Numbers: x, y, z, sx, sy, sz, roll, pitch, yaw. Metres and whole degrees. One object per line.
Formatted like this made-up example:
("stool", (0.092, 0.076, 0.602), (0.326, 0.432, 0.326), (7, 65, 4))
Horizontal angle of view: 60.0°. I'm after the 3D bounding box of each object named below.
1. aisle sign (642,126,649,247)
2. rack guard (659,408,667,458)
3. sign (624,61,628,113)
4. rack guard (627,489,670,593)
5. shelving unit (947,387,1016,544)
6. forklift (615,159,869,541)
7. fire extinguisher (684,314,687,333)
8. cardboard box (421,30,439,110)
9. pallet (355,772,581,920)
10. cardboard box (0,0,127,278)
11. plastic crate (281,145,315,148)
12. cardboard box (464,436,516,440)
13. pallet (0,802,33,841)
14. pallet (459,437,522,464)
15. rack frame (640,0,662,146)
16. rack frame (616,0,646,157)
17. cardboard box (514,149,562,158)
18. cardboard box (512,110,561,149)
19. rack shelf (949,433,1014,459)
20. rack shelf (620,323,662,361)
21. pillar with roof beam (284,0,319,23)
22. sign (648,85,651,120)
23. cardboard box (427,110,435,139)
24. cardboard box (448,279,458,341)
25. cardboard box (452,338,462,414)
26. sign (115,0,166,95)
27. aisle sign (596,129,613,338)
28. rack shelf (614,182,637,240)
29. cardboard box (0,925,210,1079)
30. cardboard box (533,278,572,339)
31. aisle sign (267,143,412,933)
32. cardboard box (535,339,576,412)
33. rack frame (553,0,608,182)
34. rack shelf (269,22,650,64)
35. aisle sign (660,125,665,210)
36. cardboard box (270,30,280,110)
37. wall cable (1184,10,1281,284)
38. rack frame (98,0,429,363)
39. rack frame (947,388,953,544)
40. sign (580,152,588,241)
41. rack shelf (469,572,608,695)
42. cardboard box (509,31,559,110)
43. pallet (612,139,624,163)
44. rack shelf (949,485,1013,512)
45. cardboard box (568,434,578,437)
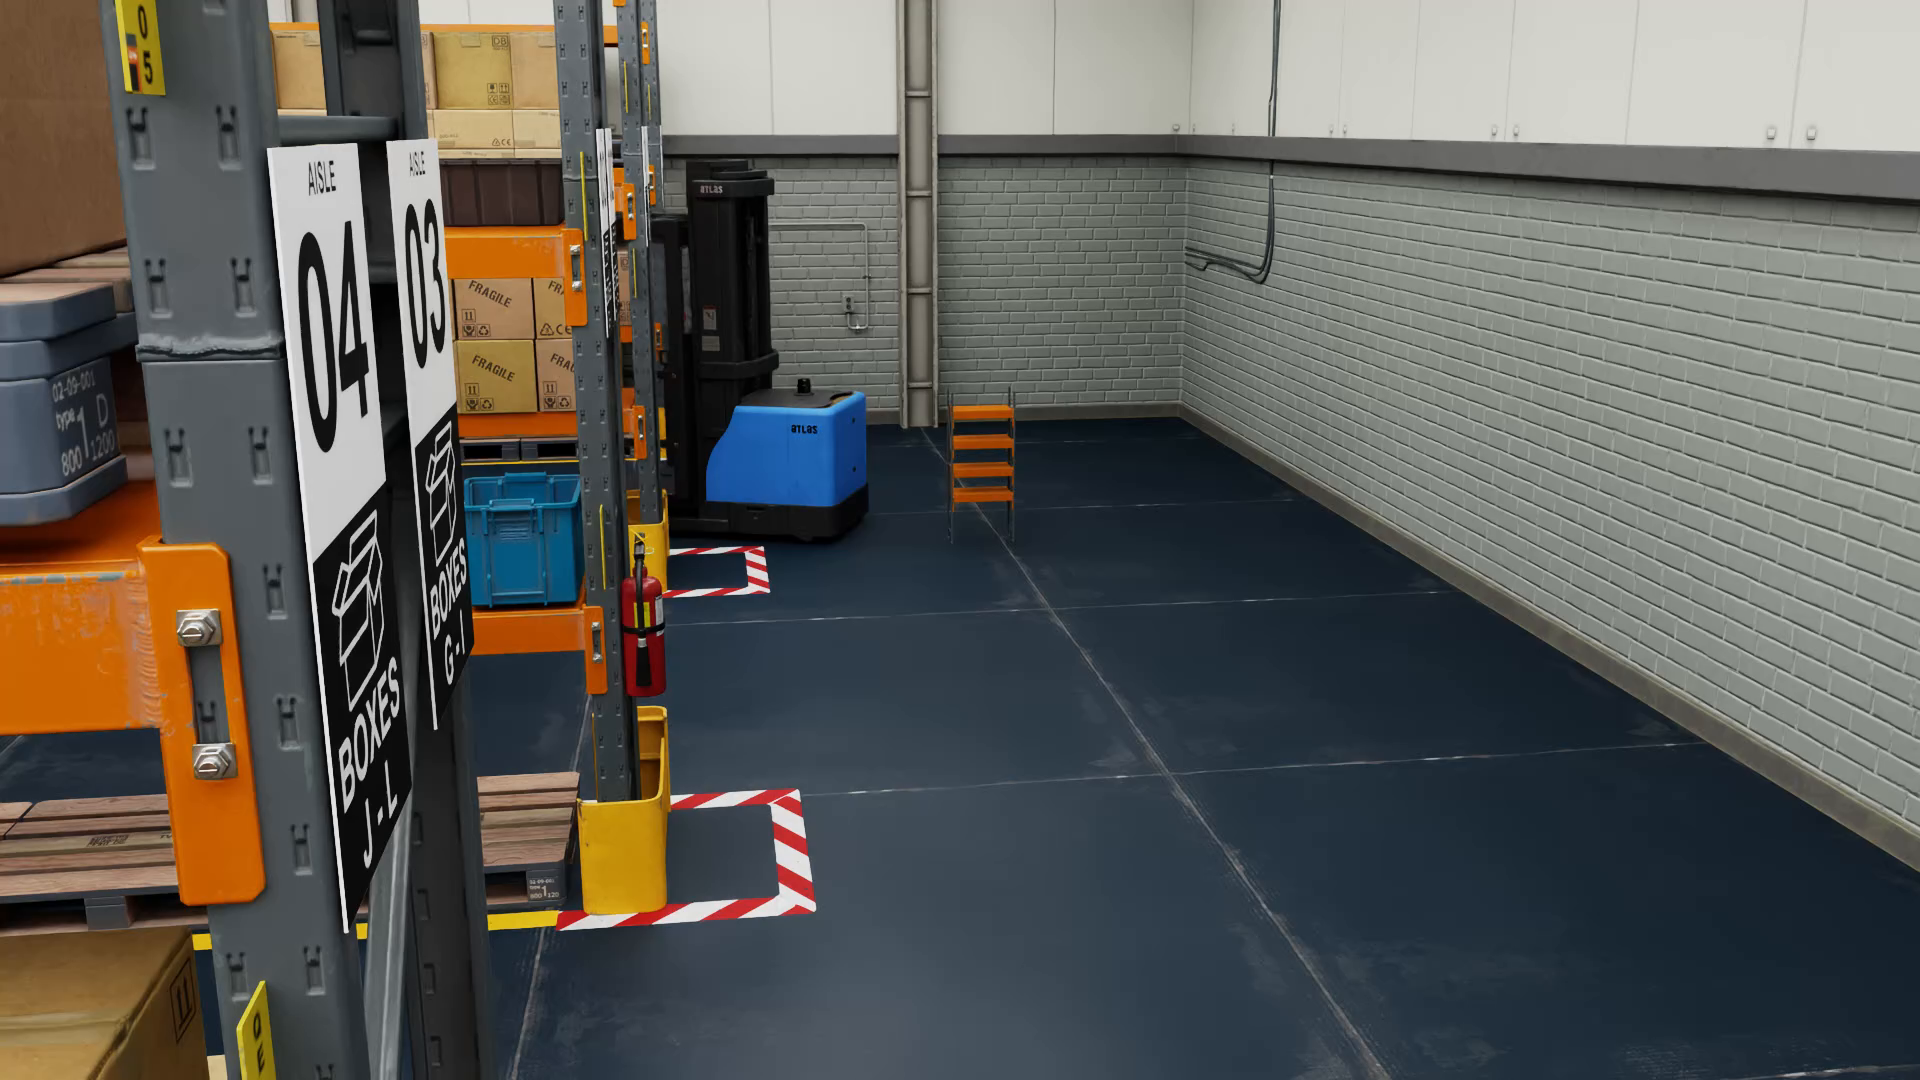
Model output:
("aisle sign", (-2.137, -2.405, 11.303), (0.004, 0.787, 0.394), (-2, 14, -8))
("rack guard", (-2.968, -1.196, 16.961), (0.348, 0.500, 1.175), (-2, 14, -8))
("sign", (-2.187, -2.966, 10.895), (0.005, 0.325, 0.100), (-2, 14, -8))
("rack guard", (-2.325, -0.001, 12.196), (0.348, 0.500, 1.175), (-2, 14, -8))
("shelving unit", (0.164, -0.588, 13.100), (0.503, 1.200, 0.258), (-2, 14, -8))
("forklift", (-2.336, -1.578, 13.488), (3.031, 2.935, 1.130), (3, 14, 13))
("fire extinguisher", (-2.774, -2.083, 16.288), (0.183, 0.674, 0.296), (-2, 14, -8))
("cardboard box", (-3.741, -3.140, 11.148), (0.500, 0.500, 0.700), (-2, 14, -8))
("pallet", (-2.337, 1.349, 7.409), (1.213, 0.211, 1.003), (-2, 14, -8))
("cardboard box", (-1.284, -0.557, 1.834), (0.500, 0.500, 0.700), (-3, 14, -12))
("plastic crate", (-3.067, -1.460, 6.837), (0.767, 0.338, 0.504), (-2, 14, -8))
("cardboard box", (-4.661, -1.312, 16.564), (0.500, 0.500, 0.700), (-3, 14, -10))
("pallet", (-4.750, 1.437, 7.056), (1.213, 0.211, 1.003), (-2, 14, -8))
("pallet", (-4.974, -0.963, 16.629), (1.213, 0.211, 1.003), (-2, 14, -8))
("rack frame", (-2.992, -5.317, 15.924), (0.127, 3.000, 1.000), (-2, 14, -8))
("rack frame", (-2.250, -4.126, 11.173), (0.127, 3.000, 1.000), (-2, 14, -8))
("cardboard box", (-2.719, -2.516, 11.229), (0.500, 0.250, 0.500), (-2, 14, -8))
("cardboard box", (-2.720, -2.760, 11.177), (0.500, 0.250, 0.500), (-2, 14, -8))
("rack shelf", (0.164, -0.740, 13.062), (0.480, 0.148, 0.258), (-2, 14, -8))
("rack shelf", (-4.969, -1.986, 16.452), (4.000, 0.370, 1.077), (-2, 14, -8))
("pillar with roof beam", (-5.742, -4.370, 12.148), (0.400, 9.000, 9.100), (-2, 14, -8))
("sign", (-2.925, -4.122, 15.668), (0.005, 0.325, 0.100), (-2, 14, -8))
("cardboard box", (-3.709, -2.725, 11.036), (0.500, 0.250, 0.500), (-2, 14, -8))
("cardboard box", (-3.660, -1.628, 11.288), (0.500, 0.500, 0.500), (-2, 14, -7))
("cardboard box", (-3.659, -1.146, 11.420), (0.500, 0.500, 0.500), (-2, 14, -8))
("sign", (-0.711, -0.548, 1.416), (0.005, 0.325, 0.100), (-2, 14, -8))
("aisle sign", (-1.401, -1.217, 6.565), (0.004, 0.787, 0.394), (-2, 14, -8))
("rack shelf", (-4.228, -2.249, 11.337), (4.000, 0.370, 1.077), (-2, 14, -8))
("cardboard box", (-1.220, 0.813, 1.969), (0.500, 0.500, 0.500), (-2, 14, -8))
("cardboard box", (-2.649, -1.667, 11.441), (0.500, 0.500, 0.500), (-2, 14, -9))
("aisle sign", (-0.662, -0.024, 1.807), (0.004, 0.787, 0.394), (-2, 14, -8))
("cardboard box", (-2.652, -1.183, 11.565), (0.500, 0.500, 0.500), (-2, 14, -7))
("rack frame", (-1.516, -2.934, 6.422), (0.127, 3.000, 1.000), (-2, 14, -8))
("rack shelf", (-4.969, -4.702, 15.771), (4.000, 0.370, 1.077), (-2, 14, -8))
("aisle sign", (-2.876, -3.599, 16.060), (0.004, 0.787, 0.394), (-2, 14, -8))
("cardboard box", (-4.721, -3.090, 10.948), (0.500, 0.500, 0.700), (-2, 14, -8))
("wall cable", (2.654, -3.930, 16.776), (0.112, 2.526, 3.097), (-2, 14, -8))
("rack frame", (-0.778, -1.743, 1.671), (0.127, 3.000, 1.000), (-2, 14, -8))
("rack frame", (-0.078, -0.579, 13.065), (0.015, 1.200, 0.240), (-2, 14, -8))
("sign", (-1.418, -1.297, 6.274), (0.005, 0.325, 0.100), (-2, 14, -8))
("rack shelf", (-3.493, 0.397, 6.950), (4.000, 0.370, 1.077), (-2, 14, -8))
("cardboard box", (-2.755, -3.182, 11.314), (0.500, 0.500, 0.700), (-2, 14, -8))
("pallet", (-3.724, -3.790, 16.182), (1.213, 0.211, 1.003), (-2, 14, -8))
("rack shelf", (0.164, -0.330, 13.164), (0.480, 0.148, 0.258), (-2, 14, -8))
("cardboard box", (-3.669, -1.349, 16.710), (0.500, 0.500, 0.700), (-2, 14, -8))
